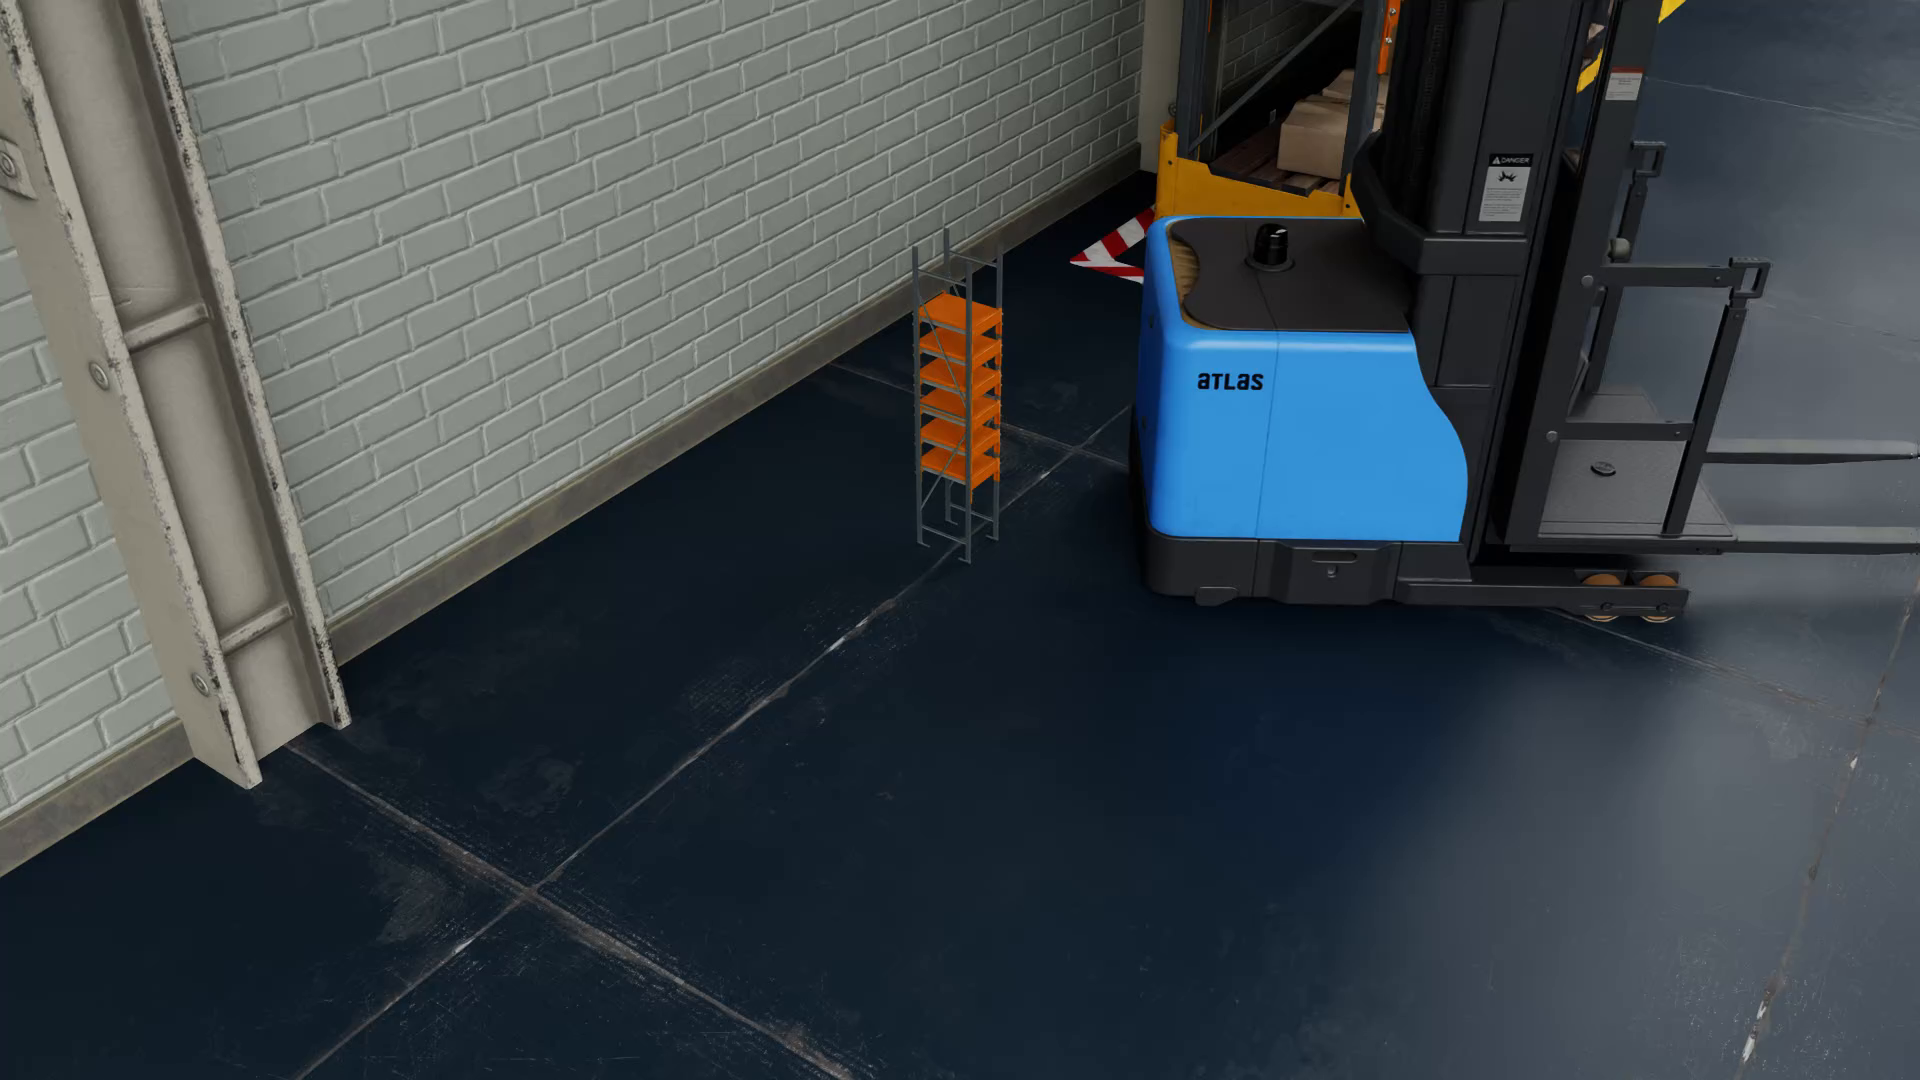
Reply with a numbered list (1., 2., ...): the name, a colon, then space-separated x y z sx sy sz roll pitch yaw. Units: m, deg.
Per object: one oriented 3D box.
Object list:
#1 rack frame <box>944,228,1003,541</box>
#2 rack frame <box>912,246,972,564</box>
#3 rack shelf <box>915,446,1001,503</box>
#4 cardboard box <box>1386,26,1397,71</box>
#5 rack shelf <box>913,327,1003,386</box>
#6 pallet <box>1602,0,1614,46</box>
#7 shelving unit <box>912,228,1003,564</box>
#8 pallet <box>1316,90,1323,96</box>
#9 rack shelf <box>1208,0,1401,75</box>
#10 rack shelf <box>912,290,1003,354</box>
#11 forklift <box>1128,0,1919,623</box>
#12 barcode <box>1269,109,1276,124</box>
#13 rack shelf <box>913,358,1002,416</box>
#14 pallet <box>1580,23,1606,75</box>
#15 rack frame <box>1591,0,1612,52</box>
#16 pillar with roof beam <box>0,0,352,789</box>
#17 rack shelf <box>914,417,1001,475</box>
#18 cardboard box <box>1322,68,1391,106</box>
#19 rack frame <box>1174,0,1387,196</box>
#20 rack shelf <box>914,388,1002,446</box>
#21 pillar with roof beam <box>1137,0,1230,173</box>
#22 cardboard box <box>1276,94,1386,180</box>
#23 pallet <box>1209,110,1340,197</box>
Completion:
1. rack frame: 0.044 -0.532 5.966 0.240 1.200 0.006 21 39 28
2. rack frame: -0.060 -0.448 5.842 0.240 1.200 0.006 21 39 28
3. rack shelf: -0.008 -0.255 6.063 0.258 0.103 0.180 21 39 28
4. cardboard box: 2.782 -2.797 9.547 0.700 0.500 0.500 19 38 25
5. rack shelf: -0.008 -0.652 5.794 0.258 0.103 0.180 21 39 28
6. pallet: 4.253 -3.821 11.712 1.003 0.211 1.213 21 39 28
7. shelving unit: -0.008 -0.490 5.904 0.258 1.200 0.189 21 39 28
8. pallet: 2.761 -2.578 9.874 1.003 0.211 1.213 21 39 28
9. rack shelf: 2.670 -3.399 9.241 1.077 0.370 4.000 21 39 28
10. rack shelf: -0.008 -0.752 5.727 0.258 0.103 0.180 21 39 28
11. forklift: 2.173 -1.229 5.451 3.031 2.935 1.130 1 34 1
12. barcode: 1.680 -2.275 8.936 0.001 0.075 0.075 21 39 28
13. rack shelf: -0.008 -0.553 5.862 0.258 0.103 0.180 21 39 28
14. pallet: 3.456 -3.142 10.708 1.003 0.211 1.213 21 39 28
15. rack frame: 3.810 -4.618 10.401 1.000 3.000 0.127 21 39 28
16. pillar with roof beam: 1.334 -1.724 0.766 9.100 9.000 0.400 21 39 28
17. rack shelf: -0.008 -0.354 5.996 0.258 0.103 0.180 21 39 28
18. cardboard box: 2.323 -2.397 9.125 0.500 0.311 0.500 25 41 32
19. rack frame: 1.530 -2.777 7.679 1.000 3.000 0.127 21 39 28
20. rack shelf: -0.008 -0.454 5.929 0.258 0.103 0.180 21 39 28
21. pillar with roof beam: 4.755 -4.485 4.850 9.100 9.000 0.400 21 39 28
22. cardboard box: 1.998 -2.135 8.737 0.500 0.311 0.500 17 37 23
23. pallet: 2.065 -2.019 9.048 1.003 0.211 1.213 21 39 28
